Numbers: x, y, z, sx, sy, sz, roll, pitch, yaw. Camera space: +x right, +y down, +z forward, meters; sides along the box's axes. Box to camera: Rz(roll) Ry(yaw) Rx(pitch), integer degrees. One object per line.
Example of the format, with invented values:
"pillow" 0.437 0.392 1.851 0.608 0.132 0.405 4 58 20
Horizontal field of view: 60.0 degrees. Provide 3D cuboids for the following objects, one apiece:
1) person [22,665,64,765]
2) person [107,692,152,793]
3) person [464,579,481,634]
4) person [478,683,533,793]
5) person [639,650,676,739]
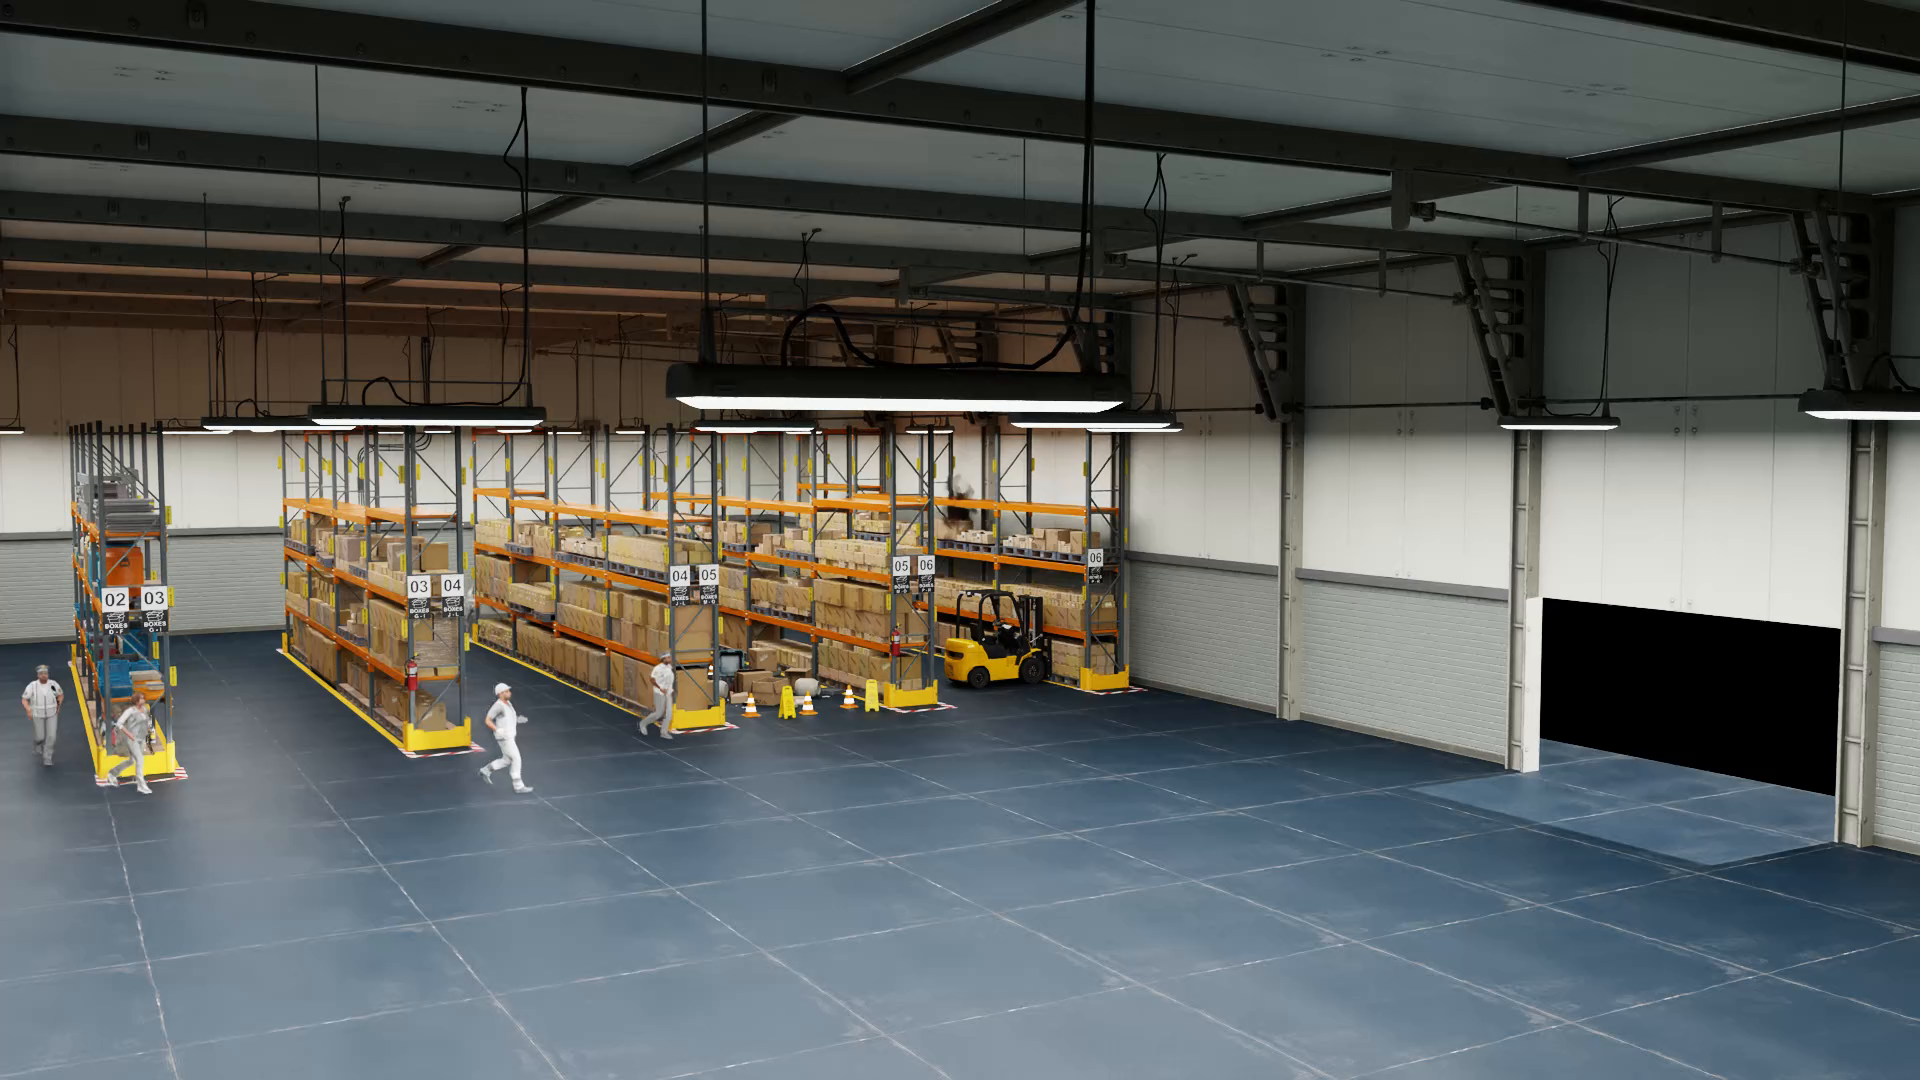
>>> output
"person" -16.088 3.054 29.216 0.664 1.746 0.654 -3 4 -37
"person" -13.359 3.302 26.856 0.819 1.508 0.546 0 4 7
"person" -13.879 1.963 47.791 0.603 1.755 0.683 3 4 37
"person" -7.327 3.182 26.729 0.928 1.766 0.669 0 4 1
"person" -5.691 2.932 31.794 0.717 1.657 0.645 2 4 29
